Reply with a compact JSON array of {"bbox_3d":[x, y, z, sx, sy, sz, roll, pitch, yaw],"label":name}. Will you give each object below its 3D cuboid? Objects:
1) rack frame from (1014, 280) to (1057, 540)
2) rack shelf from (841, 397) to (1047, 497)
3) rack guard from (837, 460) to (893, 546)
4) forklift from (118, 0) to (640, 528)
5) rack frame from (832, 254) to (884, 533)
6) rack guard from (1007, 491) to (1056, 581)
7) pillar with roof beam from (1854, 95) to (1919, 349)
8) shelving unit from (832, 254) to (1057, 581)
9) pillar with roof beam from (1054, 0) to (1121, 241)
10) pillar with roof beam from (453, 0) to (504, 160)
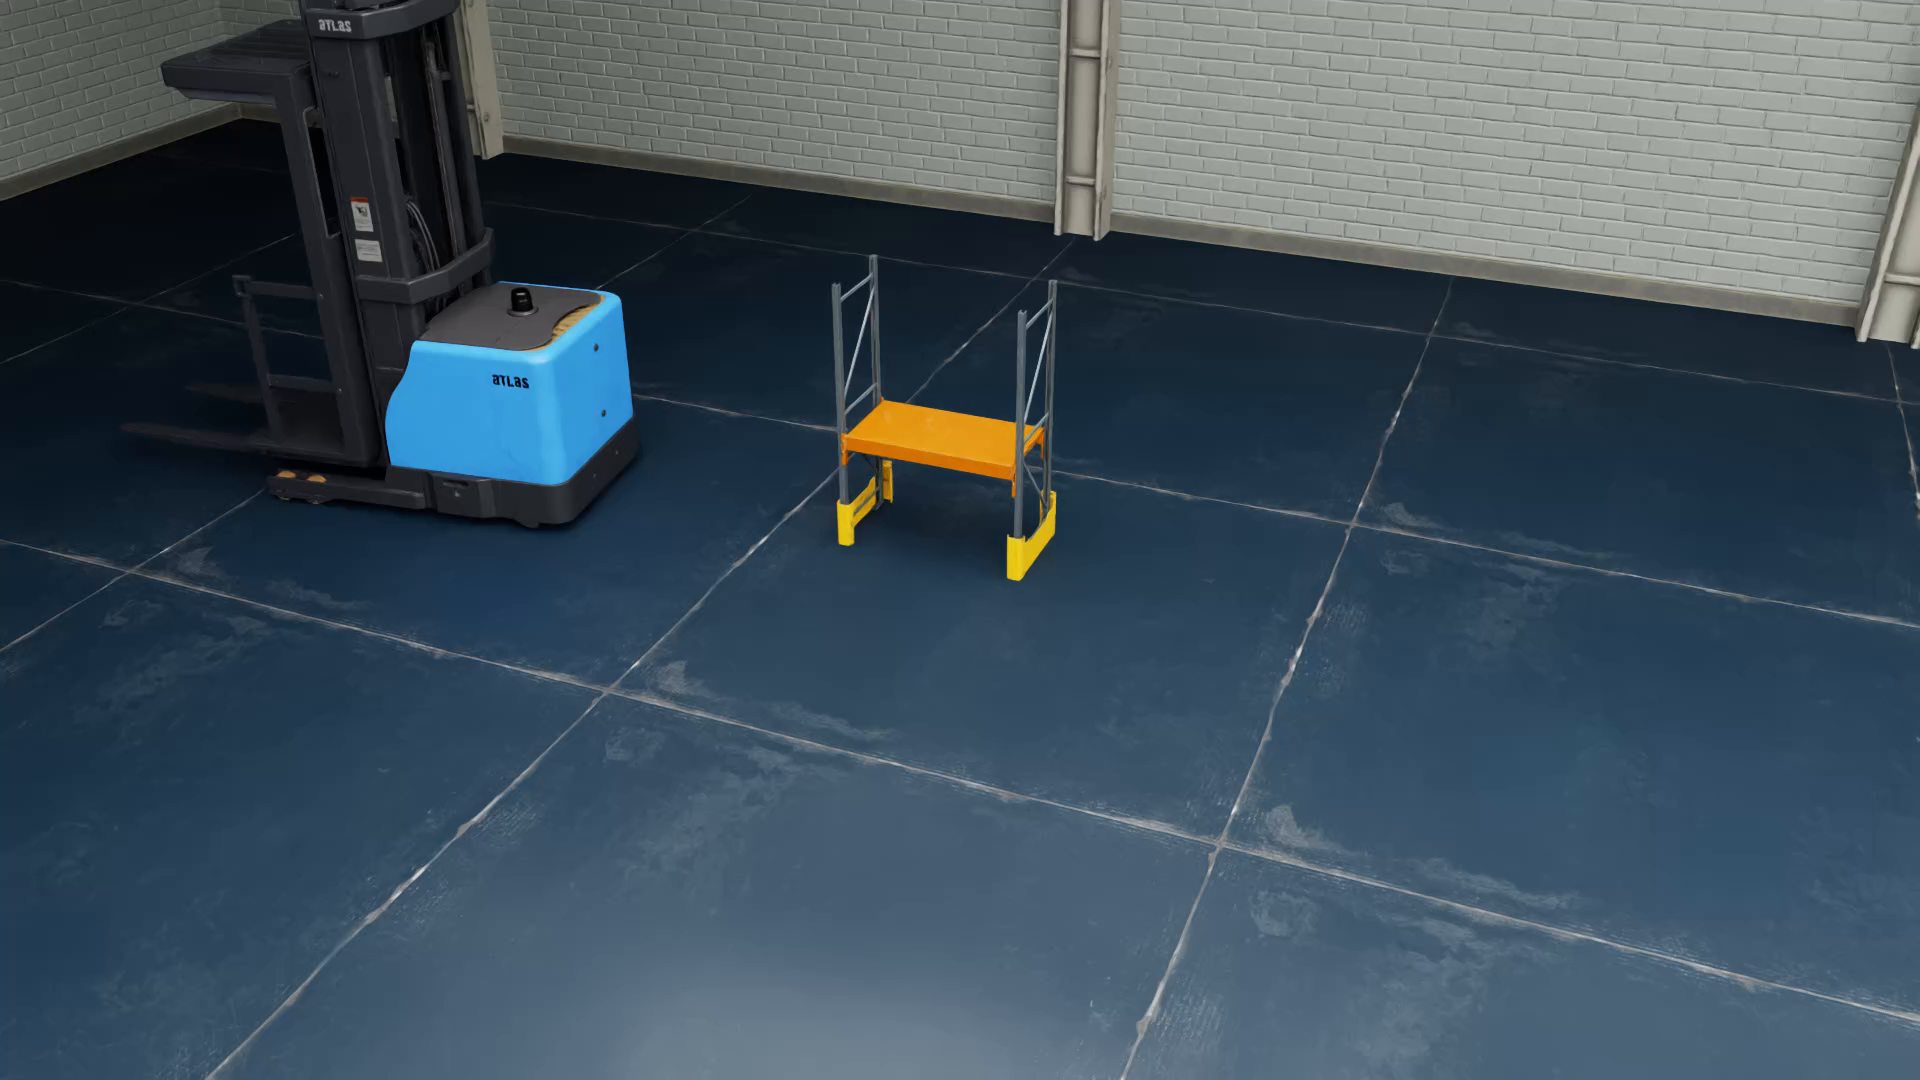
[{"bbox_3d":[0.392,-0.575,8.742,0.032,1.500,0.500,11,31,19],"label":"rack frame"},{"bbox_3d":[-0.079,-0.512,8.997,1.000,0.185,0.538,11,31,19],"label":"rack shelf"},{"bbox_3d":[-0.532,-0.215,9.376,0.087,0.250,0.587,11,31,19],"label":"rack guard"},{"bbox_3d":[-3.513,-1.727,9.326,3.031,2.935,1.130,7,30,13],"label":"forklift"},{"bbox_3d":[-0.550,-0.763,9.075,0.032,1.500,0.500,11,31,19],"label":"rack frame"},{"bbox_3d":[0.391,-0.031,9.050,0.087,0.250,0.587,11,31,19],"label":"rack guard"},{"bbox_3d":[4.953,-3.394,6.109,0.400,9.000,9.100,11,31,19],"label":"pillar with roof beam"},{"bbox_3d":[-0.071,-0.667,8.906,1.083,1.500,0.587,11,31,19],"label":"shelving unit"},{"bbox_3d":[-0.606,-4.504,8.073,0.400,9.000,9.100,11,31,19],"label":"pillar with roof beam"},{"bbox_3d":[-6.166,-5.614,10.037,0.400,9.000,9.100,11,31,19],"label":"pillar with roof beam"}]
